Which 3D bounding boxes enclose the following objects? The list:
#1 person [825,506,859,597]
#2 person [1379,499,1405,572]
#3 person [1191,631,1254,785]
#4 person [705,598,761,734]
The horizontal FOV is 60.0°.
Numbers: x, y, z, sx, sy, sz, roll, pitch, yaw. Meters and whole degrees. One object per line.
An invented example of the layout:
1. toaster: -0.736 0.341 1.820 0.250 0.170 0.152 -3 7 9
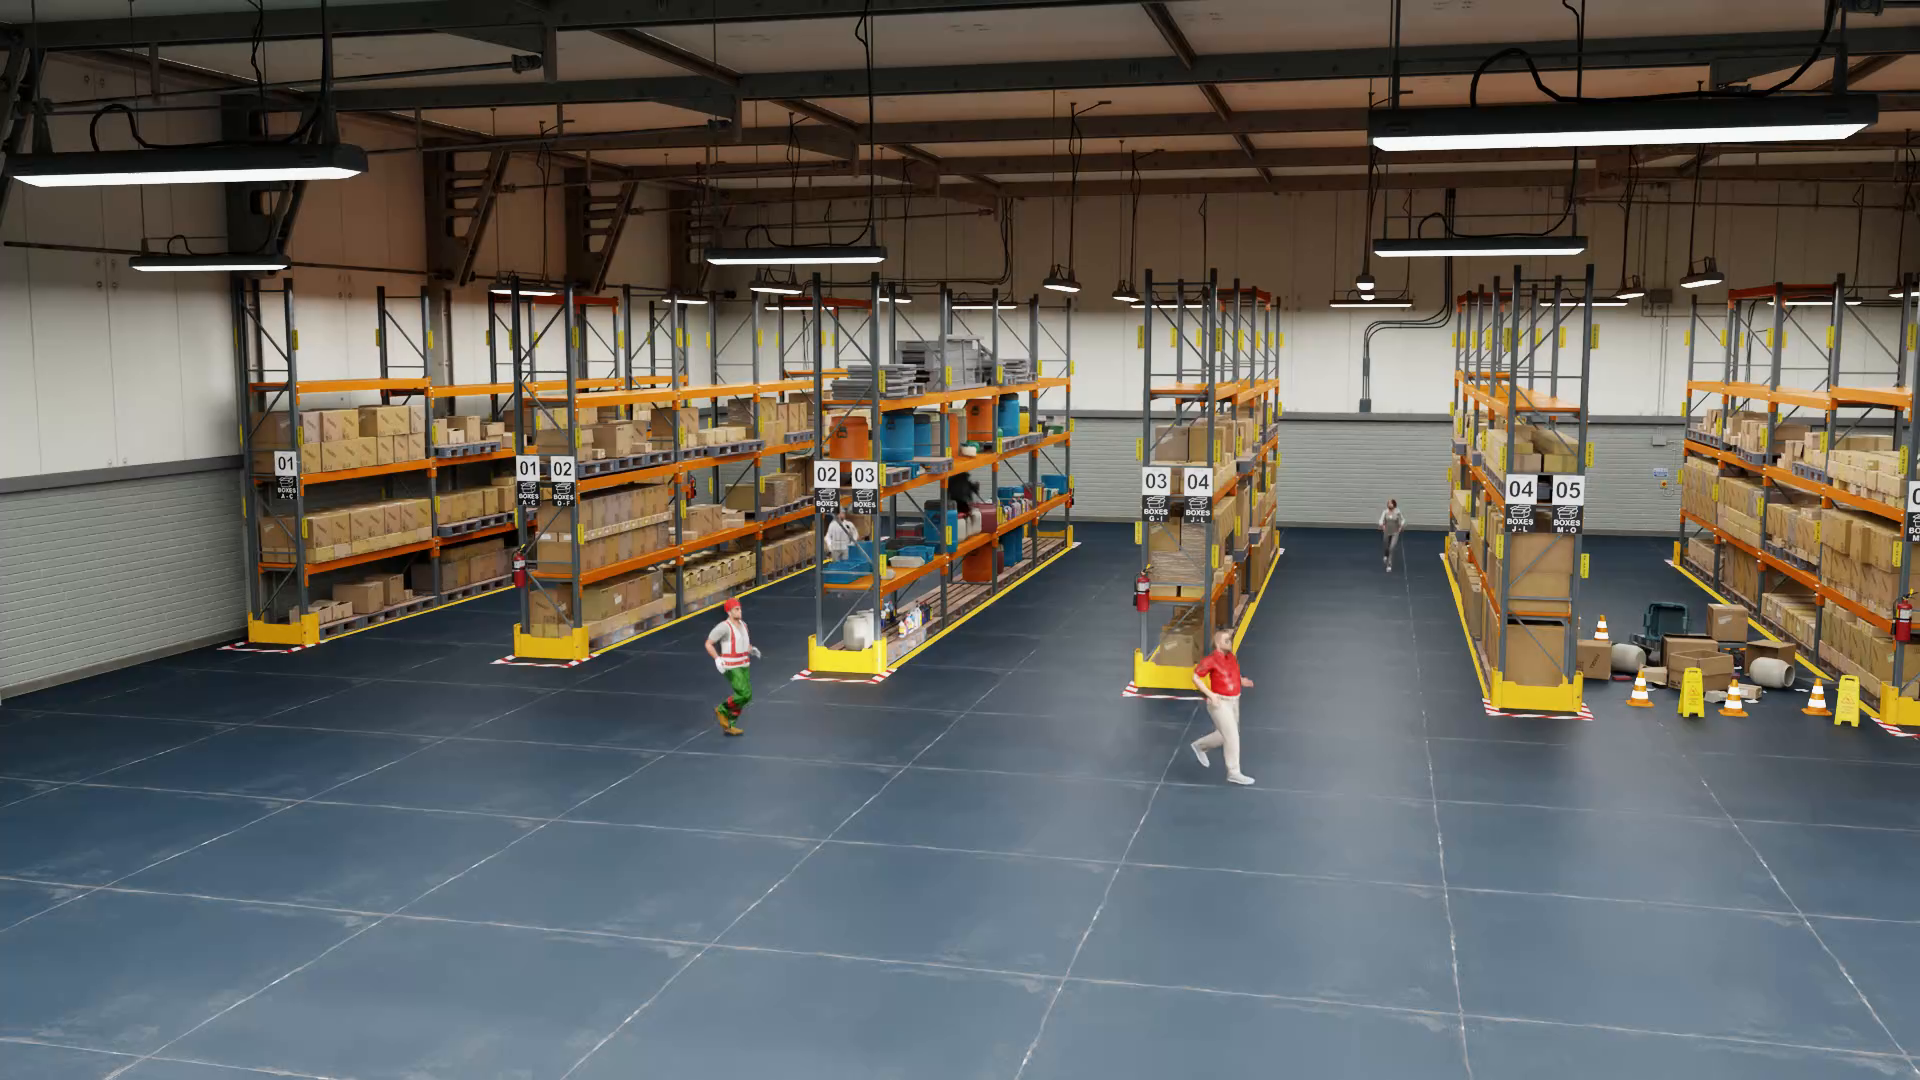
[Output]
1. person: -2.192 0.193 30.881 0.617 1.682 0.696 0 7 -1
2. person: 9.427 -0.112 36.307 0.545 1.592 0.740 2 7 19
3. person: 2.987 1.882 18.979 0.921 1.696 0.674 6 9 41
4. person: -2.809 1.611 21.081 0.577 1.740 0.650 4 8 30
